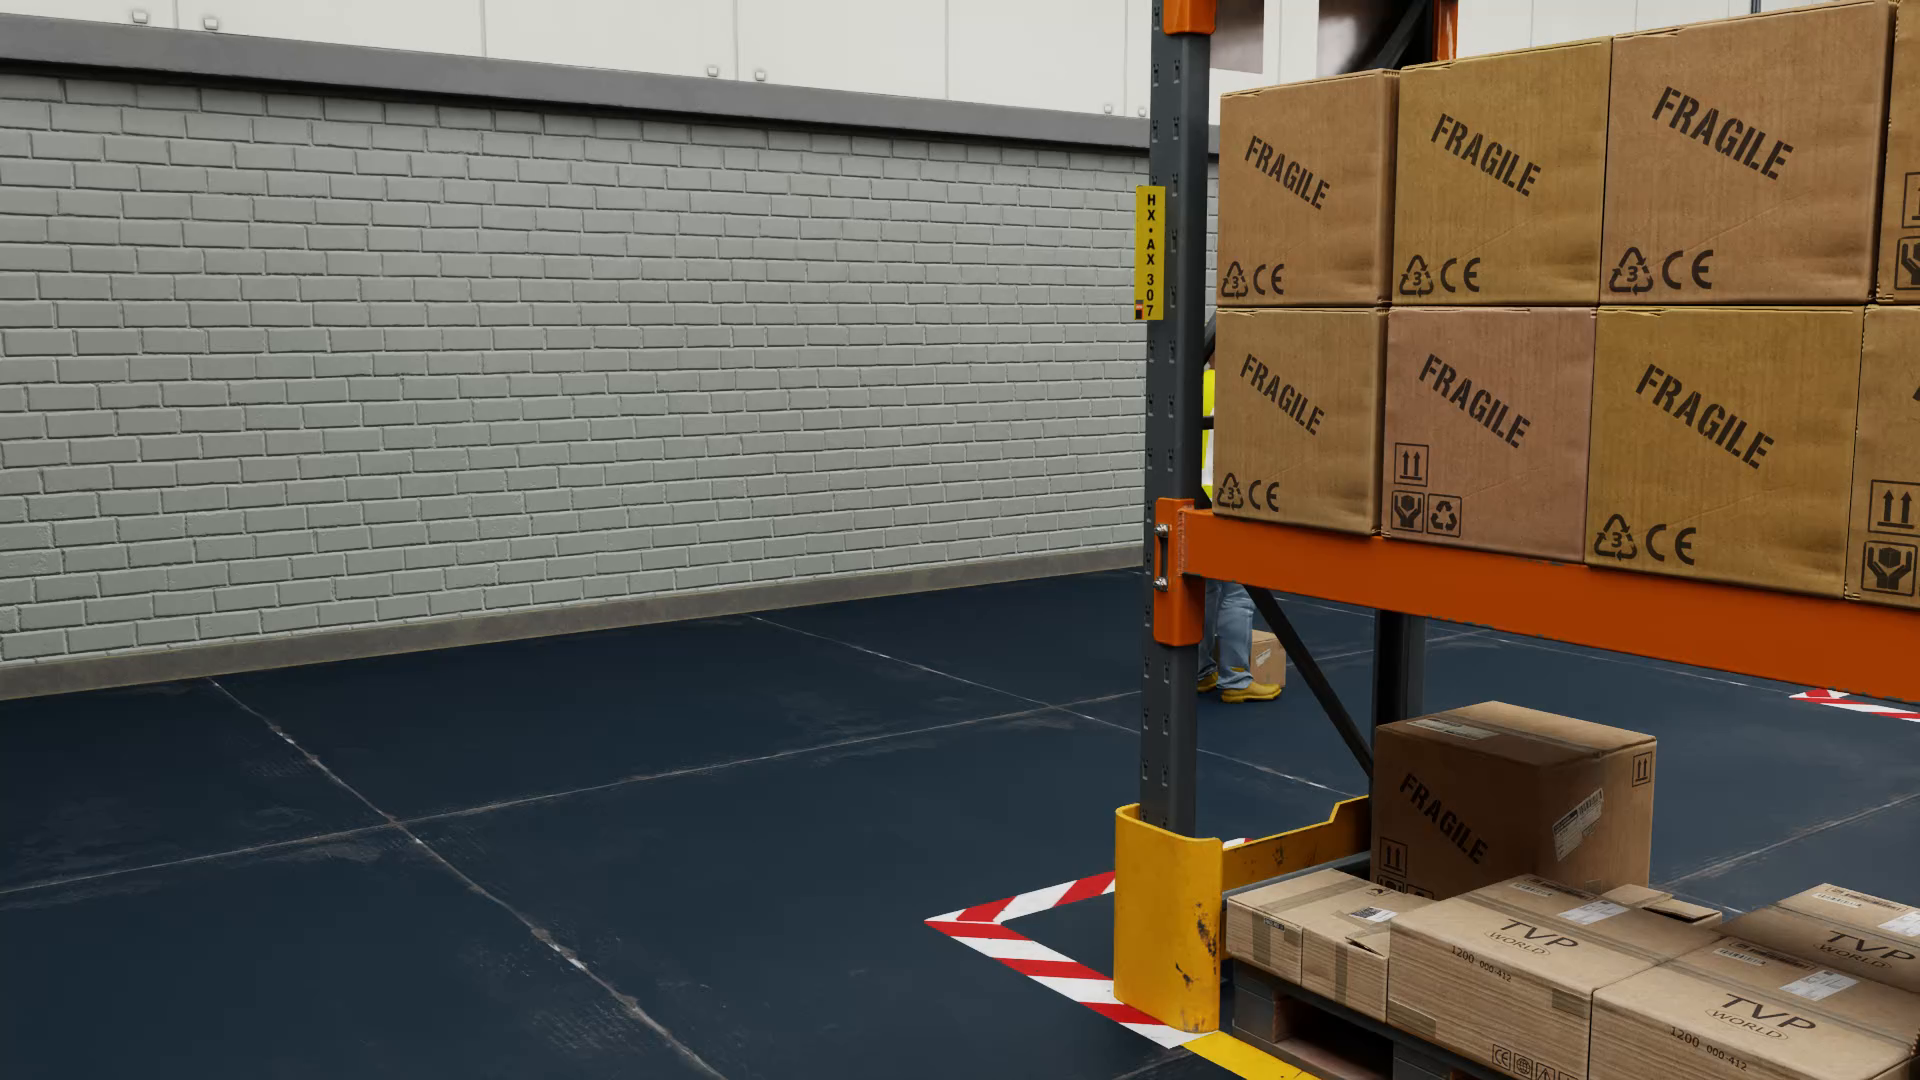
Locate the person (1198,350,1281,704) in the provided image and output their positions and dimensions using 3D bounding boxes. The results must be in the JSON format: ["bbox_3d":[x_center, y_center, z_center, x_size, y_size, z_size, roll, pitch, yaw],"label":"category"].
[{"bbox_3d":[1.211,-0.145,7.806,0.460,1.759,0.634,-6,10,-39],"label":"person"}]
